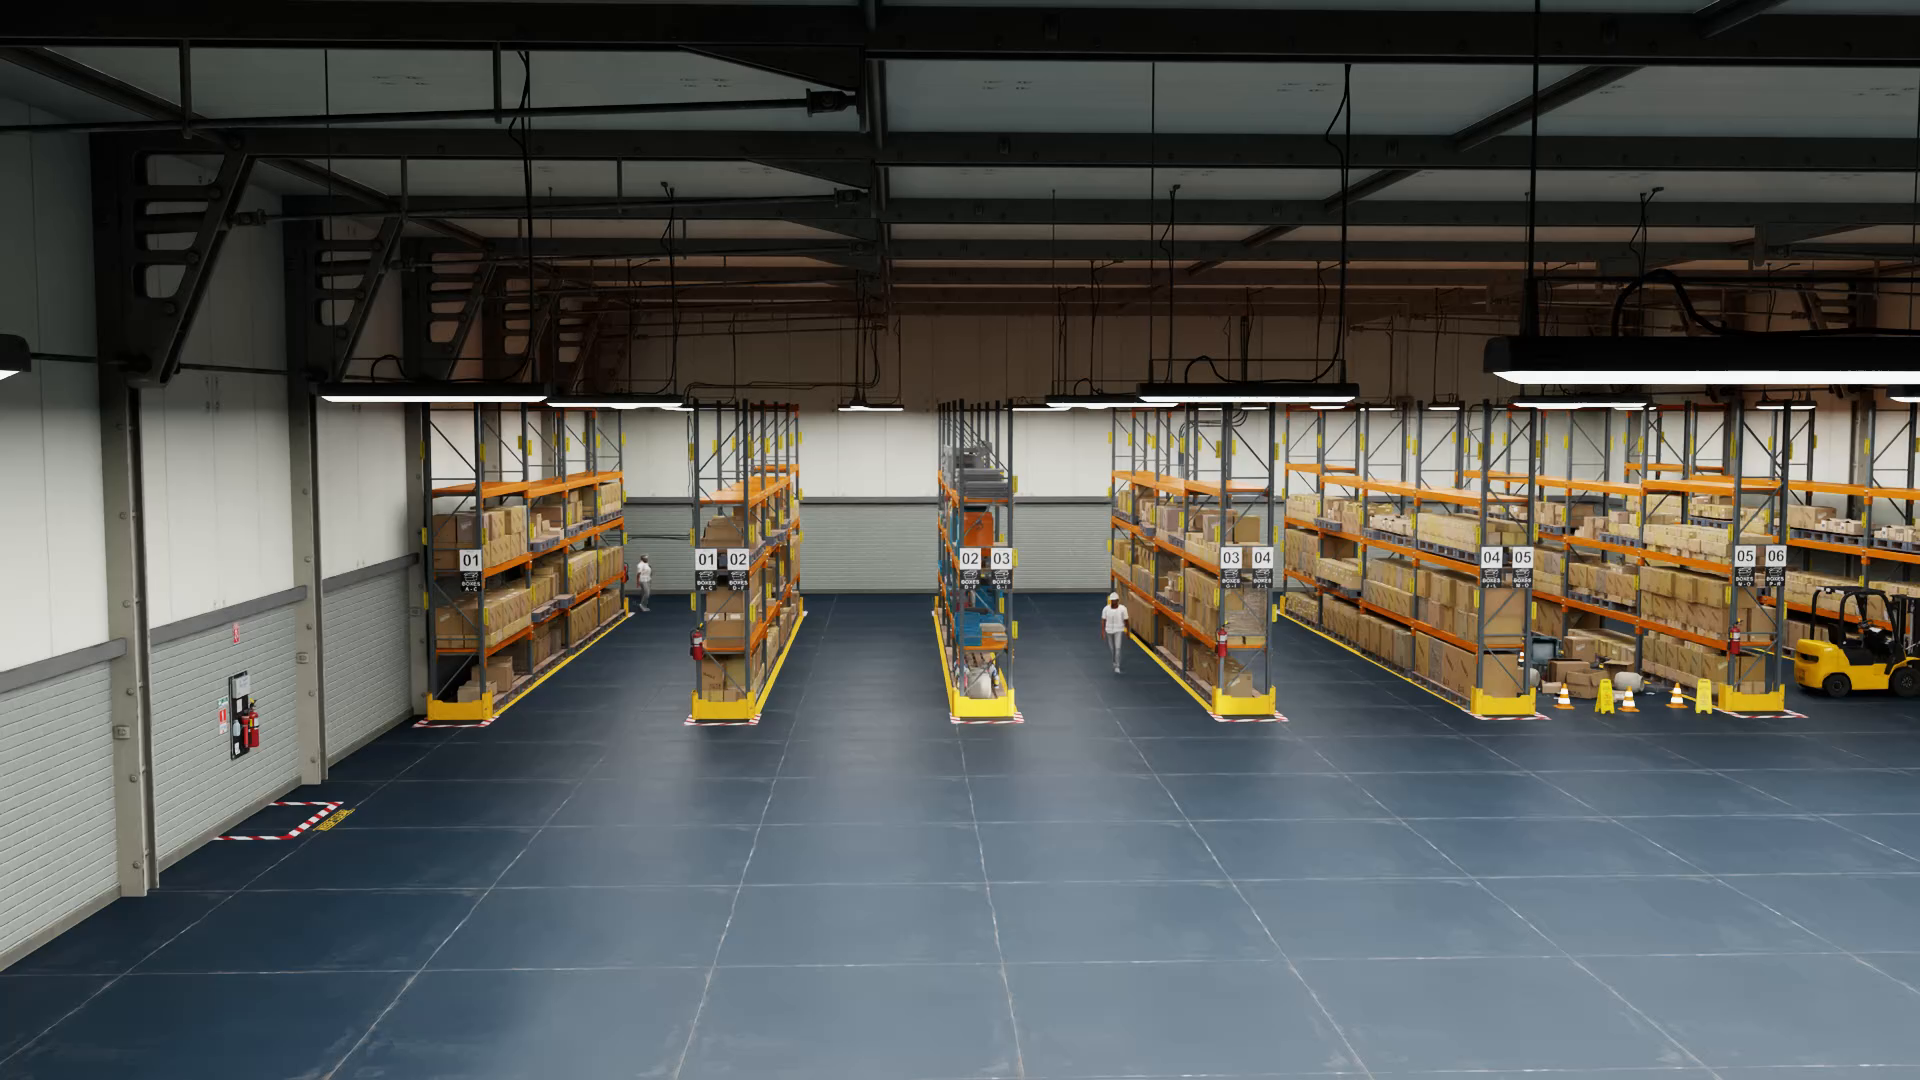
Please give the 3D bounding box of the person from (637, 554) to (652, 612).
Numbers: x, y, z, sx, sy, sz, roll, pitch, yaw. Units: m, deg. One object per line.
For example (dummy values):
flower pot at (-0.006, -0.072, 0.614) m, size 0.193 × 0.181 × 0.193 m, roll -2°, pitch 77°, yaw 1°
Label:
person at (-9.098, 1.236, 48.070) m, size 0.455 × 1.702 × 0.494 m, roll 1°, pitch 5°, yaw 19°

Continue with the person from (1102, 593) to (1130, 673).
person at (3.407, 2.034, 36.836) m, size 0.611 × 1.726 × 0.894 m, roll 2°, pitch 5°, yaw 25°
